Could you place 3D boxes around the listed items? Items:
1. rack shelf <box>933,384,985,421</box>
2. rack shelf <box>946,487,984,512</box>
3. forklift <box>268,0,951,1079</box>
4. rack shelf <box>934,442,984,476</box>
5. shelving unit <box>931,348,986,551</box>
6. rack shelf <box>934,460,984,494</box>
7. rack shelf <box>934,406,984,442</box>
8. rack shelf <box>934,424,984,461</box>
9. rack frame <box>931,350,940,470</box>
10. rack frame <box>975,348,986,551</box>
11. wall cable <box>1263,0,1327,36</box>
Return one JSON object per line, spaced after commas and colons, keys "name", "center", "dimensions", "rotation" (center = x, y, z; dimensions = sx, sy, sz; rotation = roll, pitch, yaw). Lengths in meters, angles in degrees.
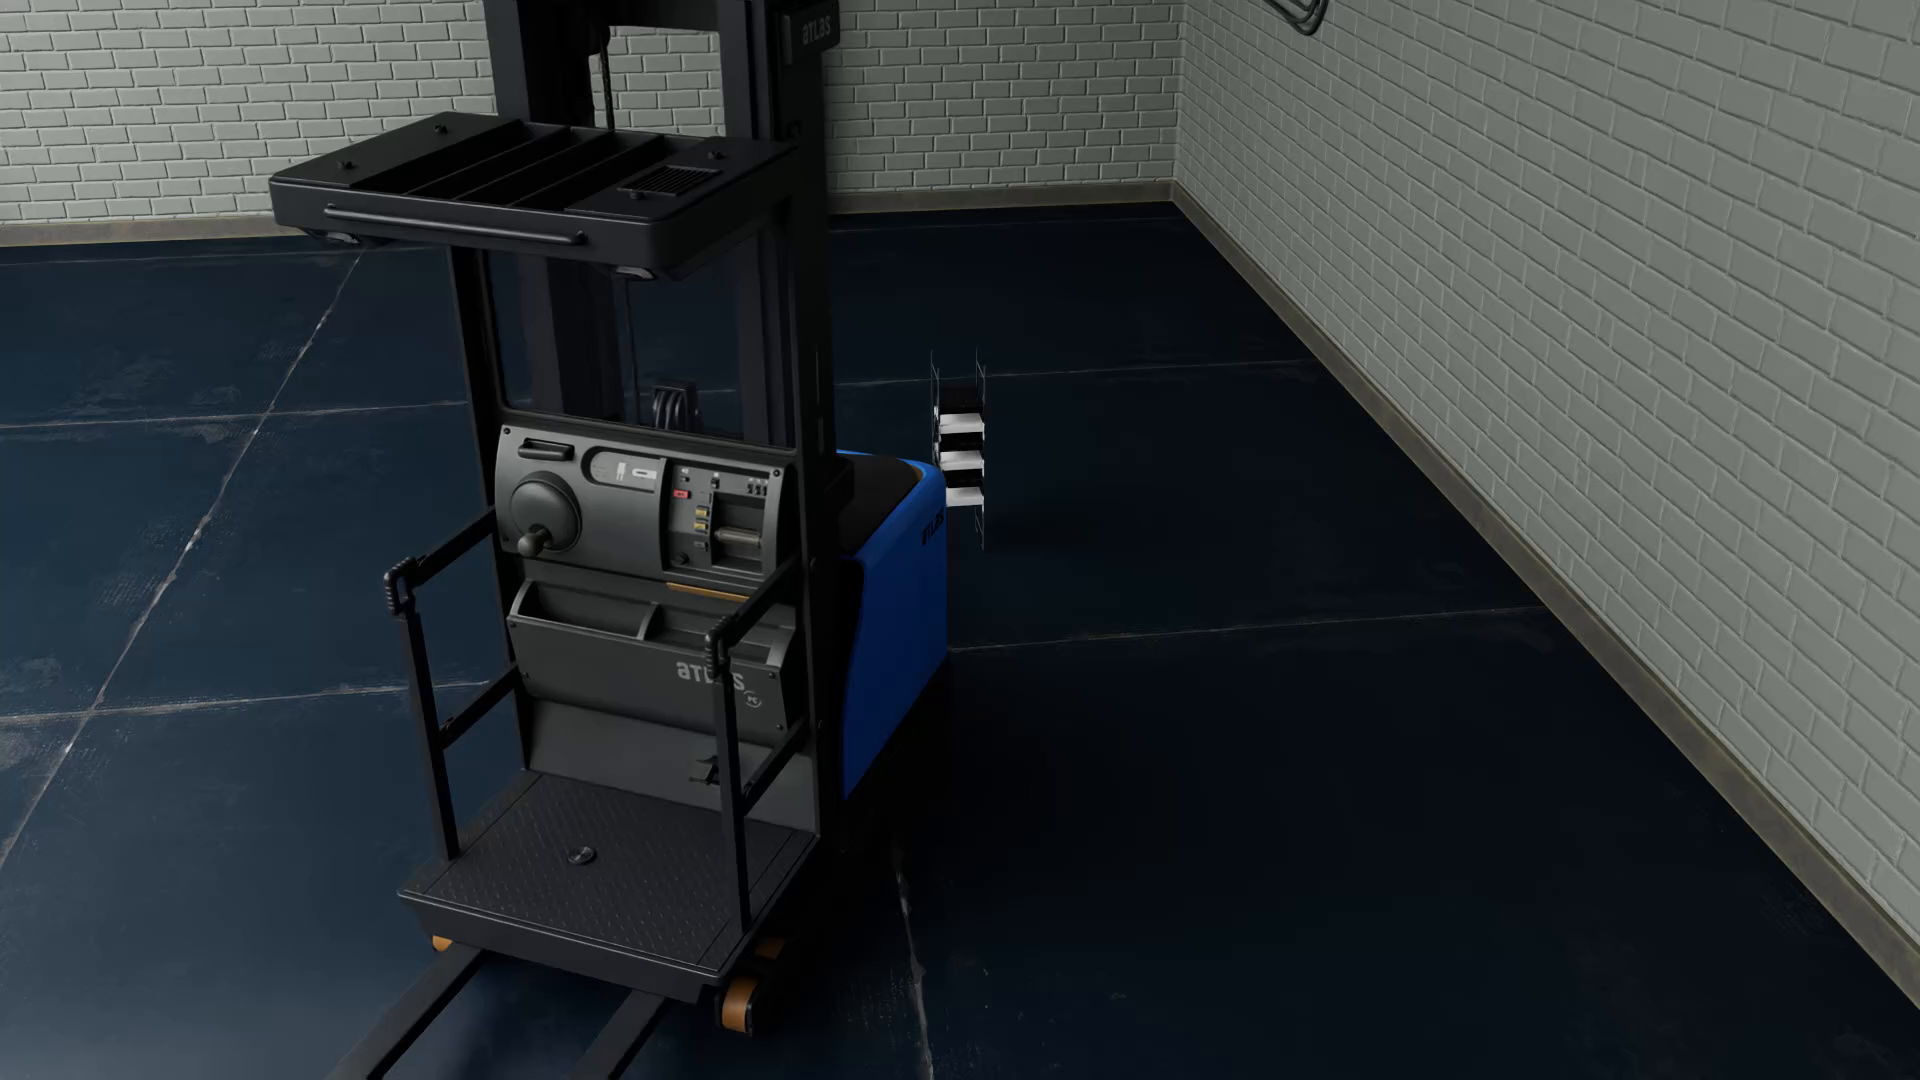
{"name": "rack shelf", "center": [-0.008, -0.610, 7.436], "dimensions": [0.200, 0.077, 0.258], "rotation": [-4, 27, -7]}
{"name": "rack shelf", "center": [-0.008, -0.210, 7.641], "dimensions": [0.200, 0.077, 0.258], "rotation": [-4, 27, -7]}
{"name": "forklift", "center": [-1.008, -0.060, 4.656], "dimensions": [1.130, 2.935, 3.031], "rotation": [9, 29, 17]}
{"name": "rack shelf", "center": [-0.008, -0.370, 7.559], "dimensions": [0.200, 0.077, 0.258], "rotation": [-4, 27, -7]}
{"name": "shelving unit", "center": [-0.008, -0.400, 7.544], "dimensions": [0.210, 0.900, 0.258], "rotation": [-4, 27, -7]}
{"name": "rack shelf", "center": [-0.008, -0.290, 7.600], "dimensions": [0.200, 0.077, 0.258], "rotation": [-4, 27, -7]}
{"name": "rack shelf", "center": [-0.008, -0.530, 7.477], "dimensions": [0.200, 0.077, 0.258], "rotation": [-4, 27, -7]}
{"name": "rack shelf", "center": [-0.008, -0.450, 7.518], "dimensions": [0.200, 0.077, 0.258], "rotation": [-4, 27, -7]}
{"name": "rack frame", "center": [-0.109, -0.393, 7.531], "dimensions": [0.006, 0.900, 0.240], "rotation": [-4, 27, -7]}
{"name": "rack frame", "center": [0.093, -0.406, 7.556], "dimensions": [0.006, 0.900, 0.240], "rotation": [-4, 27, -7]}
{"name": "wall cable", "center": [1.816, -4.591, 10.242], "dimensions": [0.112, 2.526, 3.097], "rotation": [-4, 27, -7]}
